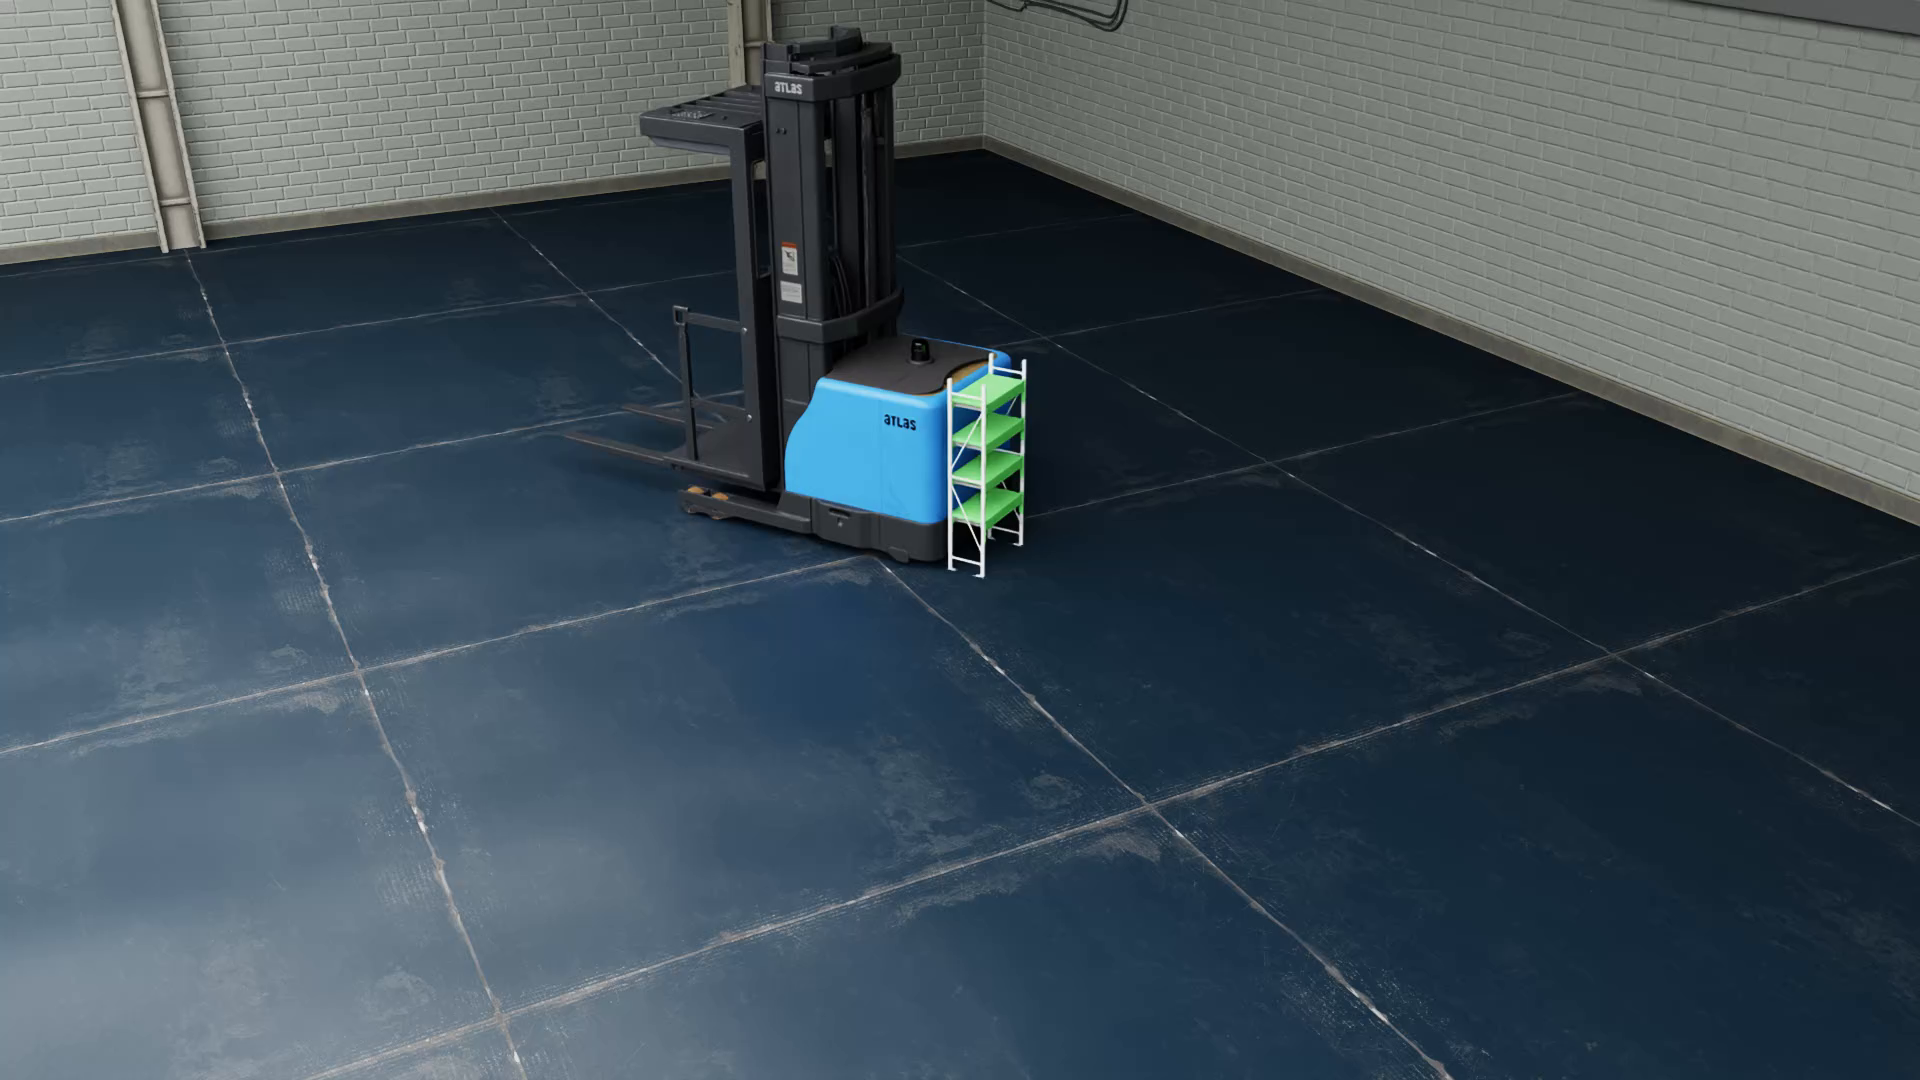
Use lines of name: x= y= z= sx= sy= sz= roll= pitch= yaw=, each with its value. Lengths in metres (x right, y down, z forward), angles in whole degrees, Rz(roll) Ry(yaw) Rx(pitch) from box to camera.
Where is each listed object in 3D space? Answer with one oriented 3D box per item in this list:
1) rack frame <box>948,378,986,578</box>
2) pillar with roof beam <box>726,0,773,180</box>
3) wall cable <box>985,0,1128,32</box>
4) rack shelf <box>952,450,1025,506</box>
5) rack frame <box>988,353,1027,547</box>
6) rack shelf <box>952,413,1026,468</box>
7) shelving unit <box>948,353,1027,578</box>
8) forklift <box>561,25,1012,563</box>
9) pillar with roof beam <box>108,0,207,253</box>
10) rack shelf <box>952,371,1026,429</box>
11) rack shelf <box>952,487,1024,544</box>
rack frame: x=0.039 y=-0.344 z=9.580 sx=0.240 sy=1.200 sz=0.015 roll=14 pitch=29 yaw=26
pillar with roof beam: x=-0.253 y=-6.498 z=13.387 sx=0.400 sy=9.000 sz=9.100 roll=-13 pitch=29 yaw=-25
wall cable: x=0.943 y=-6.837 z=17.681 sx=0.112 sy=2.526 sz=3.097 roll=-13 pitch=29 yaw=-25
rack shelf: x=0.159 y=-0.378 z=9.799 sx=0.258 sy=0.148 sz=0.480 roll=14 pitch=29 yaw=26
rack frame: x=0.279 y=-0.528 z=9.963 sx=0.240 sy=1.200 sz=0.015 roll=14 pitch=29 yaw=26
rack shelf: x=0.159 y=-0.595 z=9.695 sx=0.258 sy=0.148 sz=0.480 roll=14 pitch=29 yaw=26
shelving unit: x=0.159 y=-0.436 z=9.771 sx=0.258 sy=1.200 sz=0.503 roll=14 pitch=29 yaw=26
forklift: x=-1.208 y=-1.633 z=10.264 sx=3.031 sy=2.935 sz=1.130 roll=14 pitch=29 yaw=26
pillar with roof beam: x=-5.547 y=-5.276 z=10.842 sx=0.400 sy=9.000 sz=9.100 roll=-13 pitch=29 yaw=-25
rack shelf: x=0.159 y=-0.811 z=9.591 sx=0.258 sy=0.148 sz=0.480 roll=14 pitch=29 yaw=26
rack shelf: x=0.159 y=-0.162 z=9.903 sx=0.258 sy=0.148 sz=0.480 roll=14 pitch=29 yaw=26
